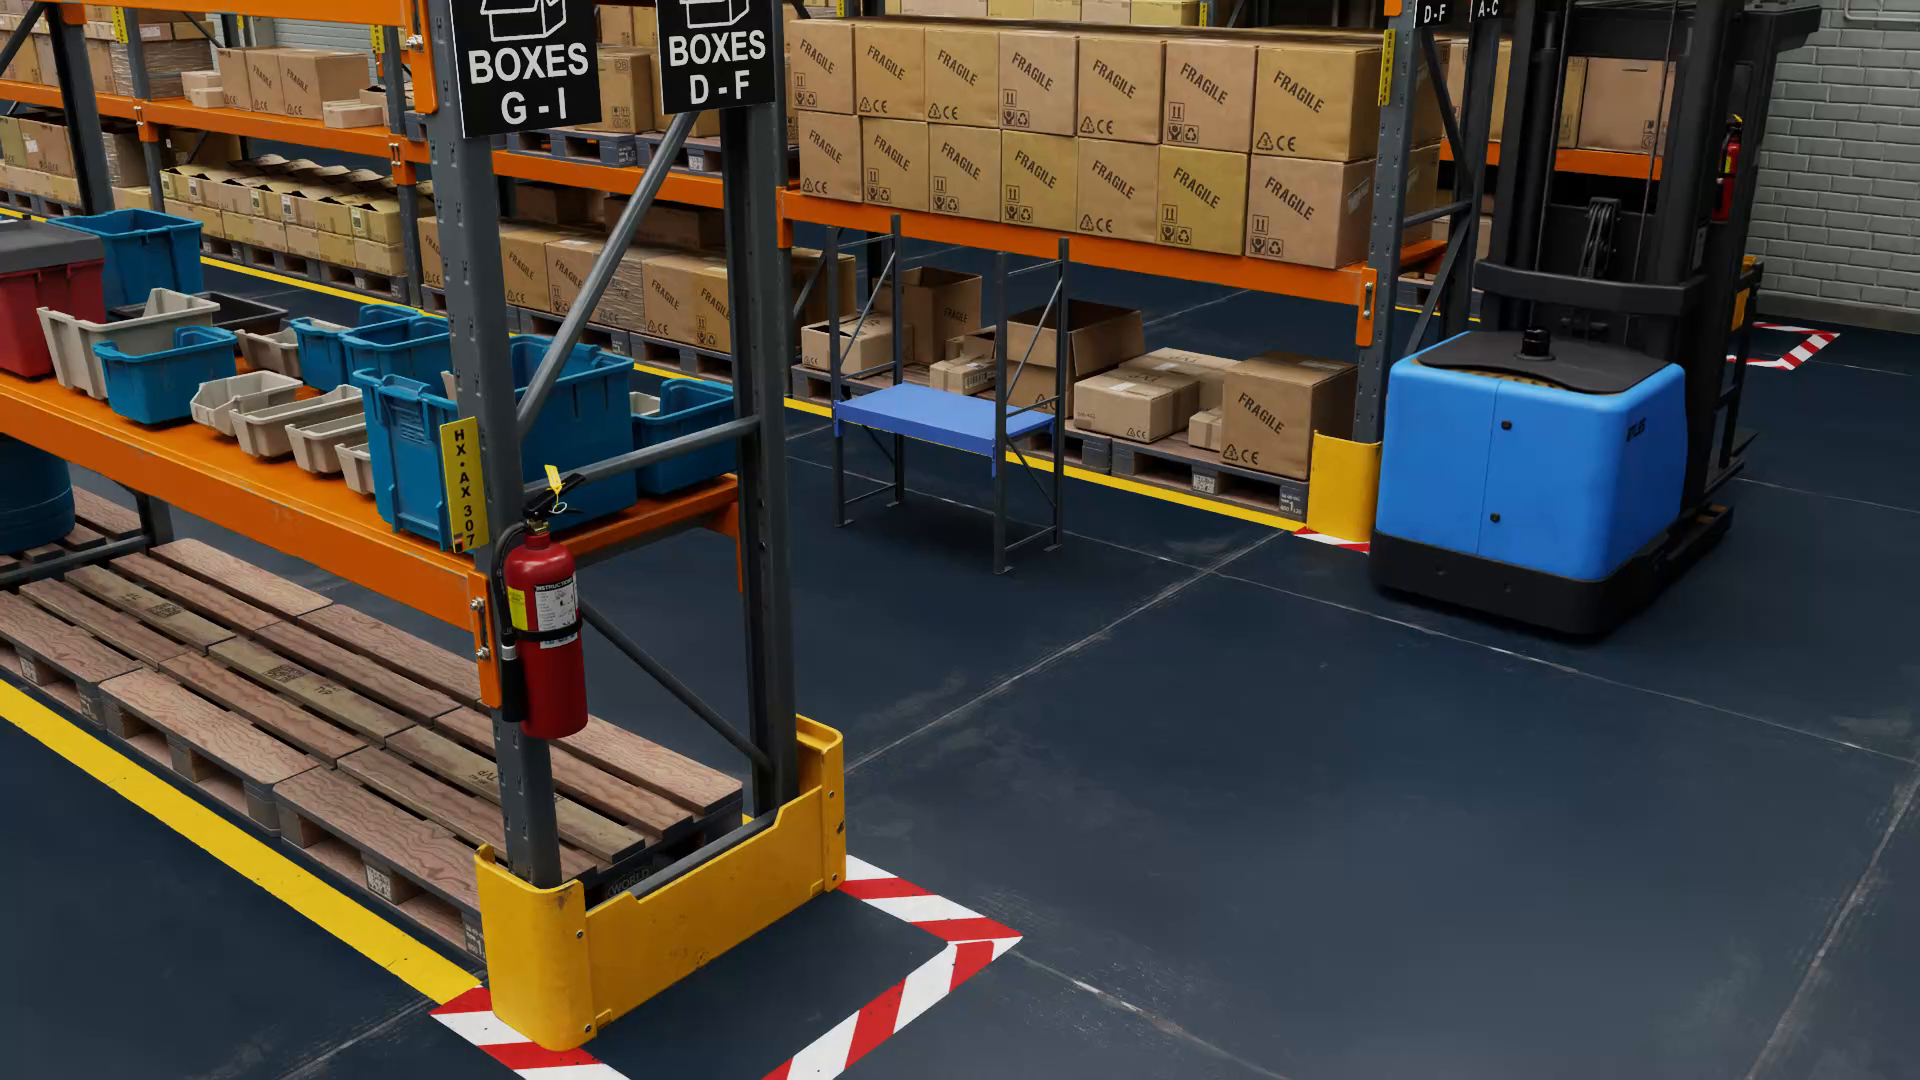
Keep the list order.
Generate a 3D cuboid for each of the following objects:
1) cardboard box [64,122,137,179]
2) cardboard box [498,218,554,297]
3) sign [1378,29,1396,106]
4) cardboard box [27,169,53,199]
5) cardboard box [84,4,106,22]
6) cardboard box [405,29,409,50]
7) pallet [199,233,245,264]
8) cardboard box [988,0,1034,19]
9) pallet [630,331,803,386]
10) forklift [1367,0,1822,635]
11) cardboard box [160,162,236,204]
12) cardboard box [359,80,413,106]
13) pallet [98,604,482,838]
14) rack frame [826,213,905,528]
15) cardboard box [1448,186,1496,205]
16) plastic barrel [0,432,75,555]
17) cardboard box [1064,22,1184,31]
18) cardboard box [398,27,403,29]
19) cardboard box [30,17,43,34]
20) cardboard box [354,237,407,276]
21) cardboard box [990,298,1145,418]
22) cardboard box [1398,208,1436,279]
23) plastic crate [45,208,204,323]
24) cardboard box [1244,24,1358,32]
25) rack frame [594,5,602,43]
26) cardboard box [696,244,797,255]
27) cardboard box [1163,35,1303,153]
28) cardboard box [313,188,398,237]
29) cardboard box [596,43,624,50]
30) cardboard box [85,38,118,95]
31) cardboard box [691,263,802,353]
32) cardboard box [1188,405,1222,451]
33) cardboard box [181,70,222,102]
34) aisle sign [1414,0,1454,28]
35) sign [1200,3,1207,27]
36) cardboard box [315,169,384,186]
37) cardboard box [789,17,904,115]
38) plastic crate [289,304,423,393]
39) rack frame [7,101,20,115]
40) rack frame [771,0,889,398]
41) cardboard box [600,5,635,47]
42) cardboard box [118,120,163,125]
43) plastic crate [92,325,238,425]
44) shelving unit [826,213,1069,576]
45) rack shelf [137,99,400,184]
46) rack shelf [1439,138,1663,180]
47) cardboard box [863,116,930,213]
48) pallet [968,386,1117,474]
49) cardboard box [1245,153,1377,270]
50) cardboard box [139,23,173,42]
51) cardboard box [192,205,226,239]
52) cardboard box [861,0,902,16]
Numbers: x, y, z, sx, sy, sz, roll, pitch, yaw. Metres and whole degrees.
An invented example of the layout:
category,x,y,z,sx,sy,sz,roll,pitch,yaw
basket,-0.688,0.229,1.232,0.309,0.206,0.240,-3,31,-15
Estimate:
category,x,y,z,sx,sy,sz,roll,pitch,yaw
cardboard box,-8.295,-3.770,16.153,0.500,0.500,0.500,16,26,36
cardboard box,-3.348,-2.089,12.376,0.500,0.500,0.500,15,25,34
sign,1.903,-2.105,7.411,0.005,0.325,0.100,16,26,36
cardboard box,-9.075,-3.640,16.871,0.500,0.250,0.500,16,26,36
cardboard box,-7.768,-5.104,15.471,0.500,0.500,0.700,16,26,36
cardboard box,-6.409,-6.119,20.328,0.500,0.250,0.500,15,25,35
pallet,-6.432,-2.782,15.245,1.213,0.211,1.003,16,26,36
cardboard box,0.596,-4.735,14.818,0.500,0.250,0.500,15,26,35
pallet,-1.484,-1.322,11.374,1.213,0.211,1.003,16,26,36
forklift,3.161,-1.425,7.793,1.130,2.935,3.031,16,26,36
cardboard box,-6.865,-3.252,15.048,0.500,0.311,0.500,16,26,36
cardboard box,-4.499,-3.559,13.480,0.500,0.311,0.500,16,26,36
pallet,-2.421,0.628,6.203,1.213,0.211,1.003,16,26,36
rack frame,-0.460,-0.834,8.255,0.032,1.500,0.500,16,26,36
cardboard box,4.033,-2.686,13.069,0.250,0.149,0.380,16,26,37
plastic barrel,-4.375,-0.443,7.470,0.708,0.901,0.600,16,26,36
cardboard box,0.904,-2.589,9.224,0.500,0.500,0.500,16,26,36
cardboard box,-6.817,-6.589,20.511,0.500,0.500,0.500,16,26,36
cardboard box,-8.768,-4.993,16.097,0.250,0.149,0.380,16,26,37
cardboard box,-4.490,-2.308,13.340,0.500,0.250,0.500,17,26,38
cardboard box,0.629,-1.075,9.683,0.637,0.503,0.797,16,26,36
cardboard box,3.597,-2.414,13.266,0.500,0.500,0.700,17,26,37
plastic crate,-3.387,-1.112,6.803,0.575,0.384,0.392,16,26,36
cardboard box,2.710,-3.825,13.635,0.700,0.700,0.980,17,26,37
rack frame,-3.898,-5.595,18.754,0.127,3.000,1.000,16,26,36
cardboard box,-1.471,-1.782,11.562,0.500,0.500,0.500,17,26,37
cardboard box,1.359,-2.214,8.230,0.500,0.500,0.500,17,26,38
cardboard box,-4.897,-2.684,13.541,0.500,0.311,0.500,16,26,35
cardboard box,-2.782,-3.225,11.732,0.700,0.500,0.500,-16,26,-37
cardboard box,-7.788,-4.500,15.709,0.500,0.500,0.700,16,26,36
cardboard box,-1.393,-1.523,10.876,0.500,0.500,0.500,16,26,36
cardboard box,1.435,-0.612,8.932,0.250,0.166,0.380,16,26,36
cardboard box,-6.618,-4.072,14.928,0.500,0.250,0.500,18,27,40
aisle sign,2.128,-2.680,7.340,0.004,0.787,0.394,16,26,36
sign,1.964,-4.165,13.432,0.005,0.325,0.100,16,26,36
cardboard box,-5.353,-3.061,14.541,0.500,0.311,0.500,16,26,36
cardboard box,-0.643,-2.788,9.751,0.500,0.500,0.500,17,26,38
plastic crate,-2.101,-0.665,5.833,0.300,0.233,0.416,16,26,36
rack frame,-10.126,-5.133,17.528,0.127,3.000,1.000,16,26,36
rack frame,-0.830,-2.455,10.428,0.127,3.000,1.000,16,26,36
cardboard box,-3.525,-5.725,18.333,0.500,0.500,0.700,16,26,36
cardboard box,-7.964,-3.913,16.533,0.500,0.500,0.500,16,26,36
plastic crate,-2.619,-0.548,5.521,0.300,0.233,0.416,16,26,36
shelving unit,-0.066,-0.721,7.954,1.048,1.500,0.538,16,26,36
rack shelf,-5.478,-3.457,14.105,4.000,0.370,1.077,16,26,36
rack shelf,3.849,-3.027,12.965,4.000,0.370,1.077,16,26,36
cardboard box,-0.208,-2.201,9.611,0.500,0.500,0.500,17,26,37
pallet,0.651,-0.725,9.792,1.213,0.211,1.003,16,26,36
cardboard box,1.750,-1.635,8.112,0.500,0.500,0.500,17,27,38
cardboard box,-7.374,-4.593,15.035,0.250,0.149,0.380,16,26,36
cardboard box,-6.477,-2.878,14.851,0.500,0.250,0.500,17,26,38
cardboard box,-0.588,-5.071,15.709,0.500,0.250,0.500,17,26,38
